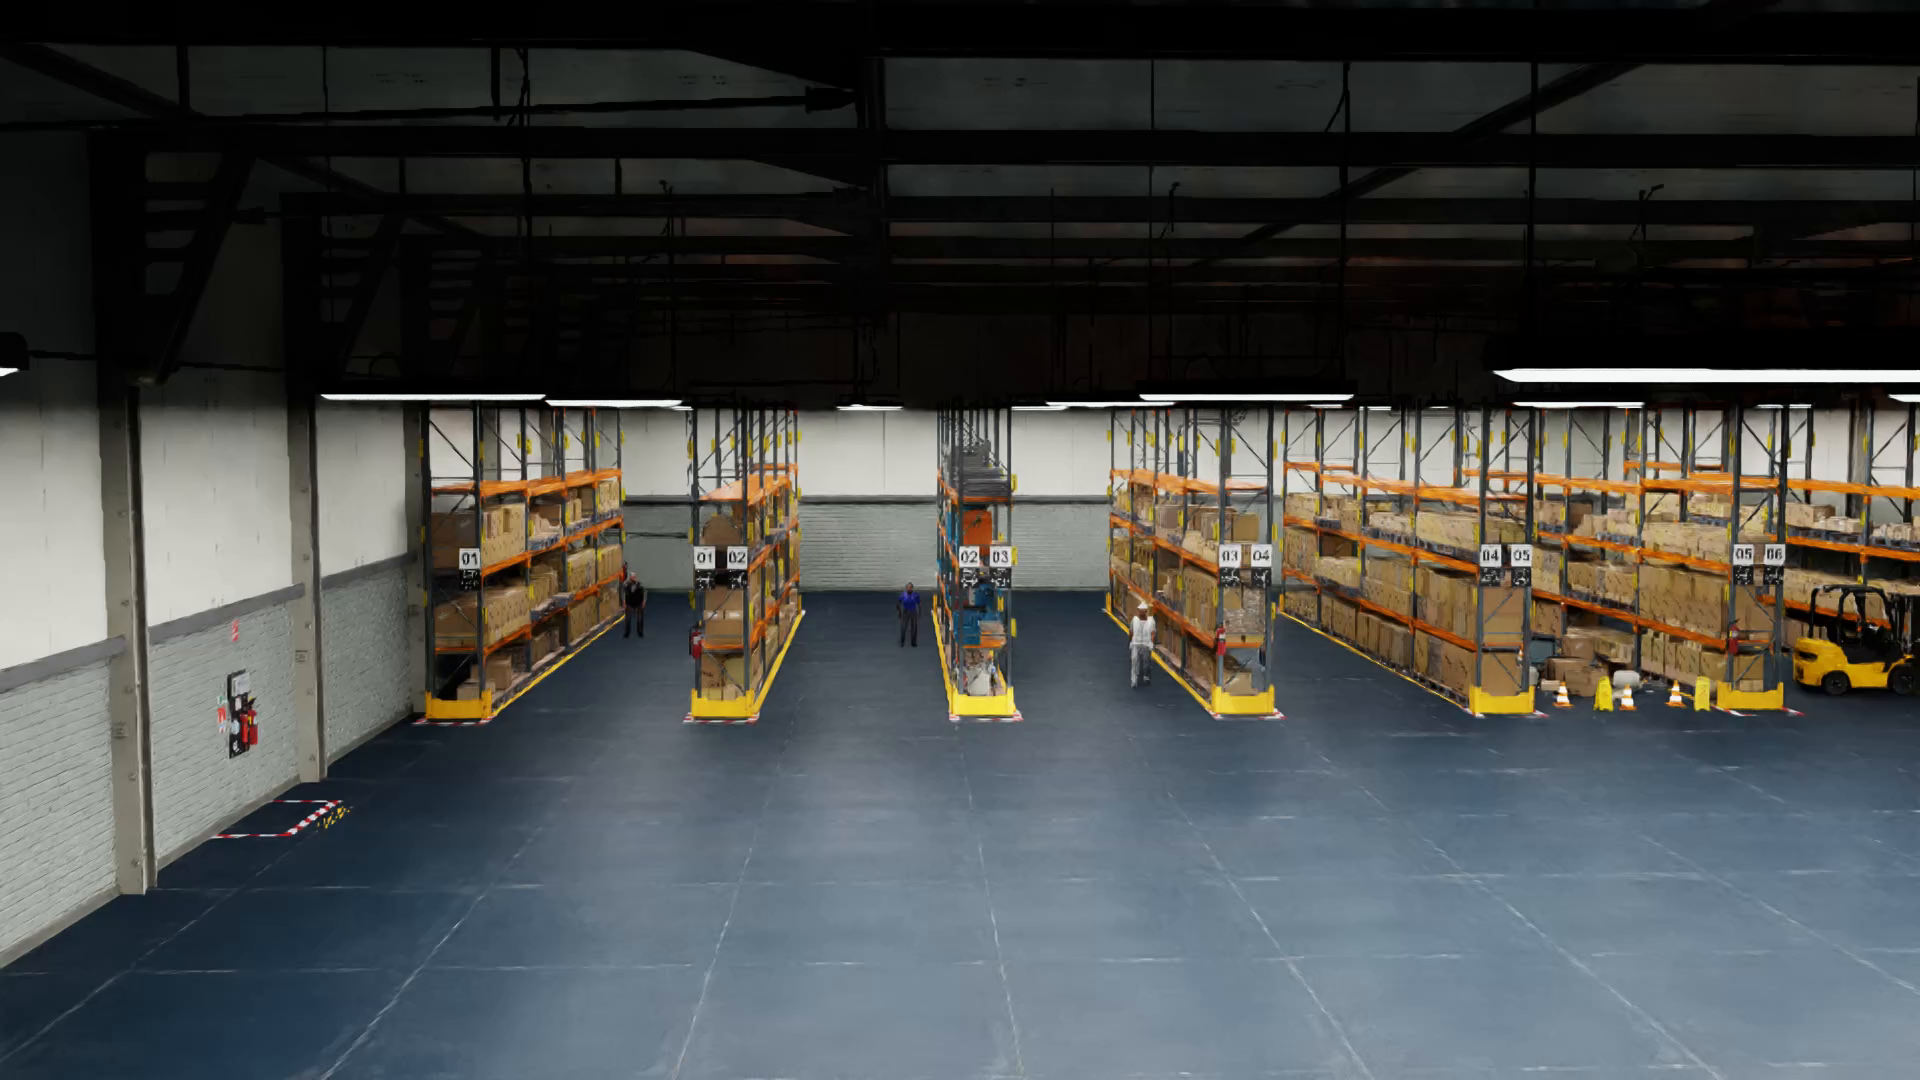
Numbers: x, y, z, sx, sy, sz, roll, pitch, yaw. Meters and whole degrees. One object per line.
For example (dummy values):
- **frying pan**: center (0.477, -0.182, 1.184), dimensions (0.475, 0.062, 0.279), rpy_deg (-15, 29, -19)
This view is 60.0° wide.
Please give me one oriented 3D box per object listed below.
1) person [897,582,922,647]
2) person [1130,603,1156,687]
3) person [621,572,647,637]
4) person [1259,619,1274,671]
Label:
- **person**: center (-1.232, 1.804, 40.477), dimensions (0.593, 1.603, 0.515), rpy_deg (0, 4, -4)
- **person**: center (3.813, 2.170, 34.699), dimensions (0.554, 1.722, 1.035), rpy_deg (1, 4, 7)
- **person**: center (-8.272, 1.635, 42.216), dimensions (0.677, 1.674, 0.534), rpy_deg (0, 4, -4)
- **person**: center (6.751, 2.107, 36.820), dimensions (0.415, 1.517, 1.042), rpy_deg (0, 4, -5)
